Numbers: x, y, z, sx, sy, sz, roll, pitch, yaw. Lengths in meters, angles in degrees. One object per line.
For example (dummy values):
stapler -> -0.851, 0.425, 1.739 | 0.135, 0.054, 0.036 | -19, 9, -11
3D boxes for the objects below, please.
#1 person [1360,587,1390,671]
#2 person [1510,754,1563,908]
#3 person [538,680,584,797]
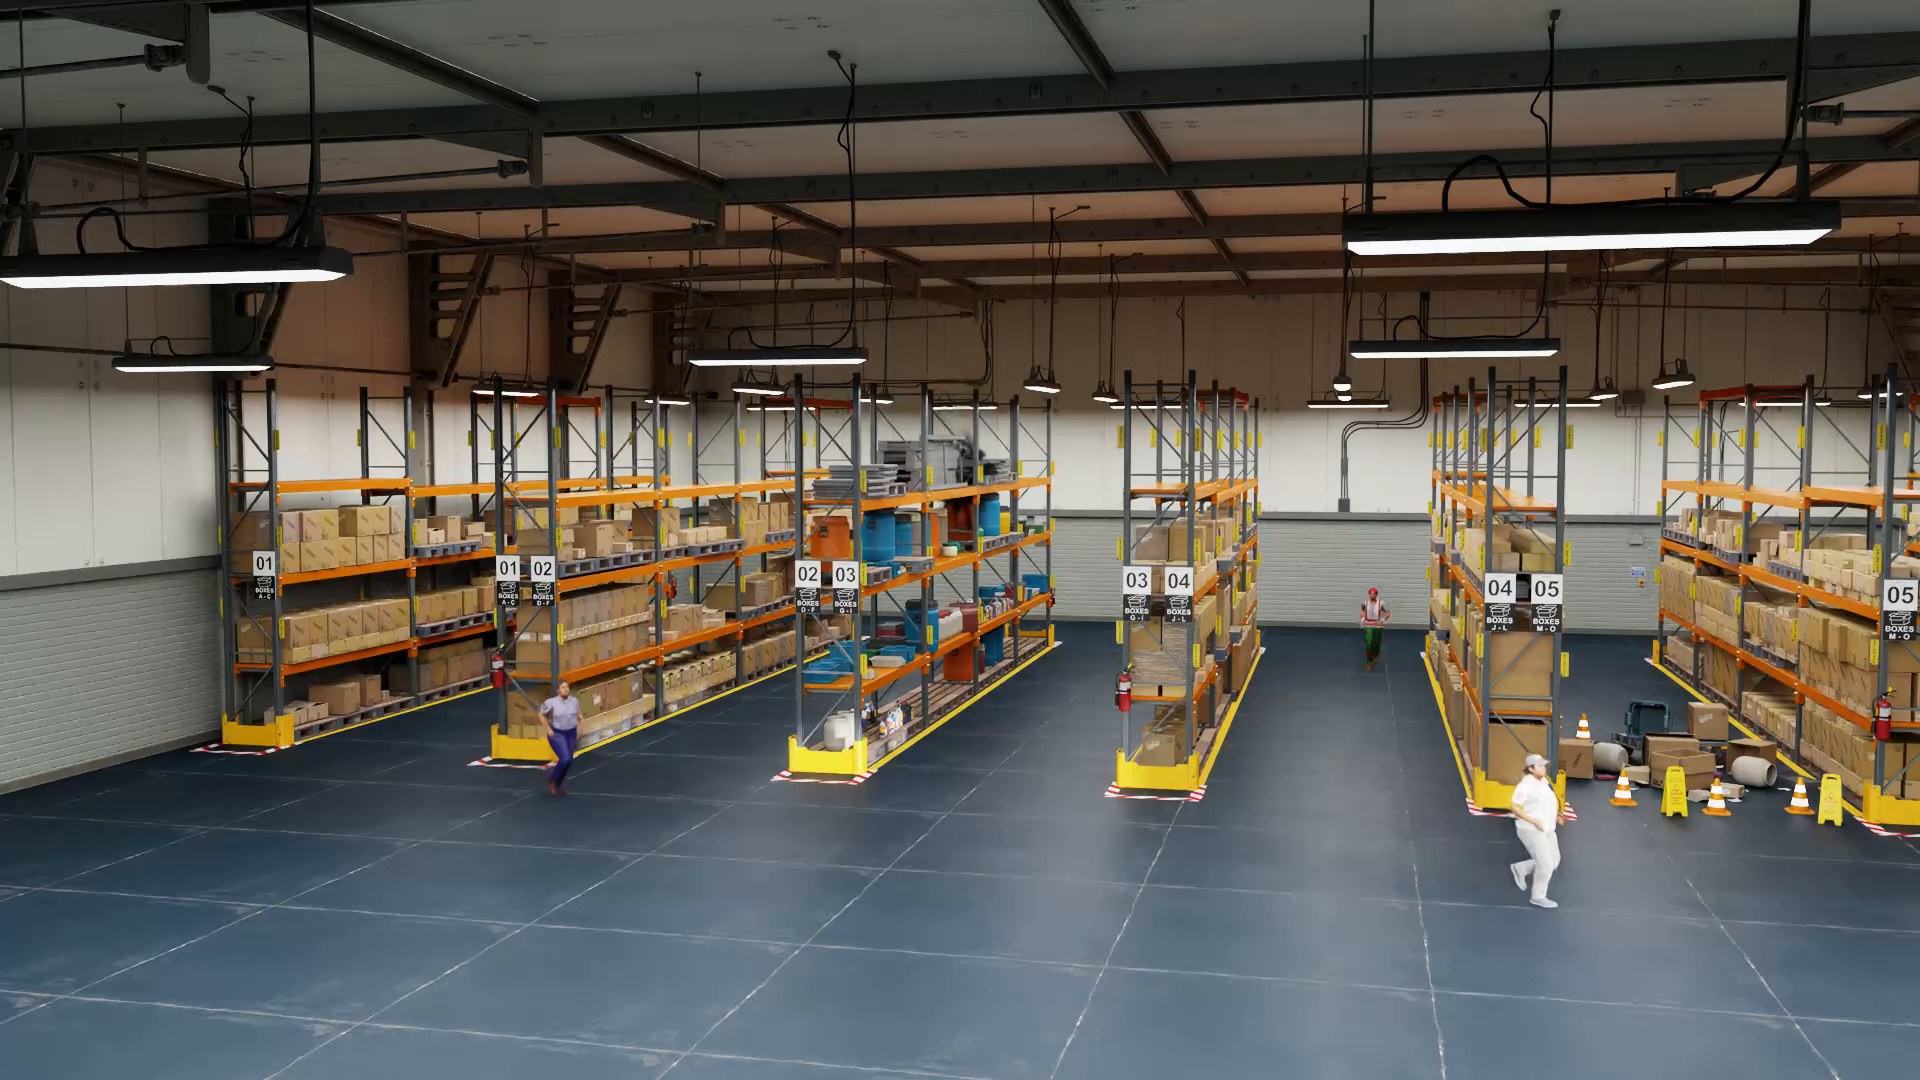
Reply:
person -> 9.076, 1.931, 36.370 | 0.656, 1.813, 0.859 | 1, 4, 21
person -> 6.191, 3.114, 17.953 | 0.609, 1.618, 0.609 | -3, 4, -40
person -> -5.561, 2.788, 23.422 | 0.631, 1.631, 0.581 | 3, 5, 45
